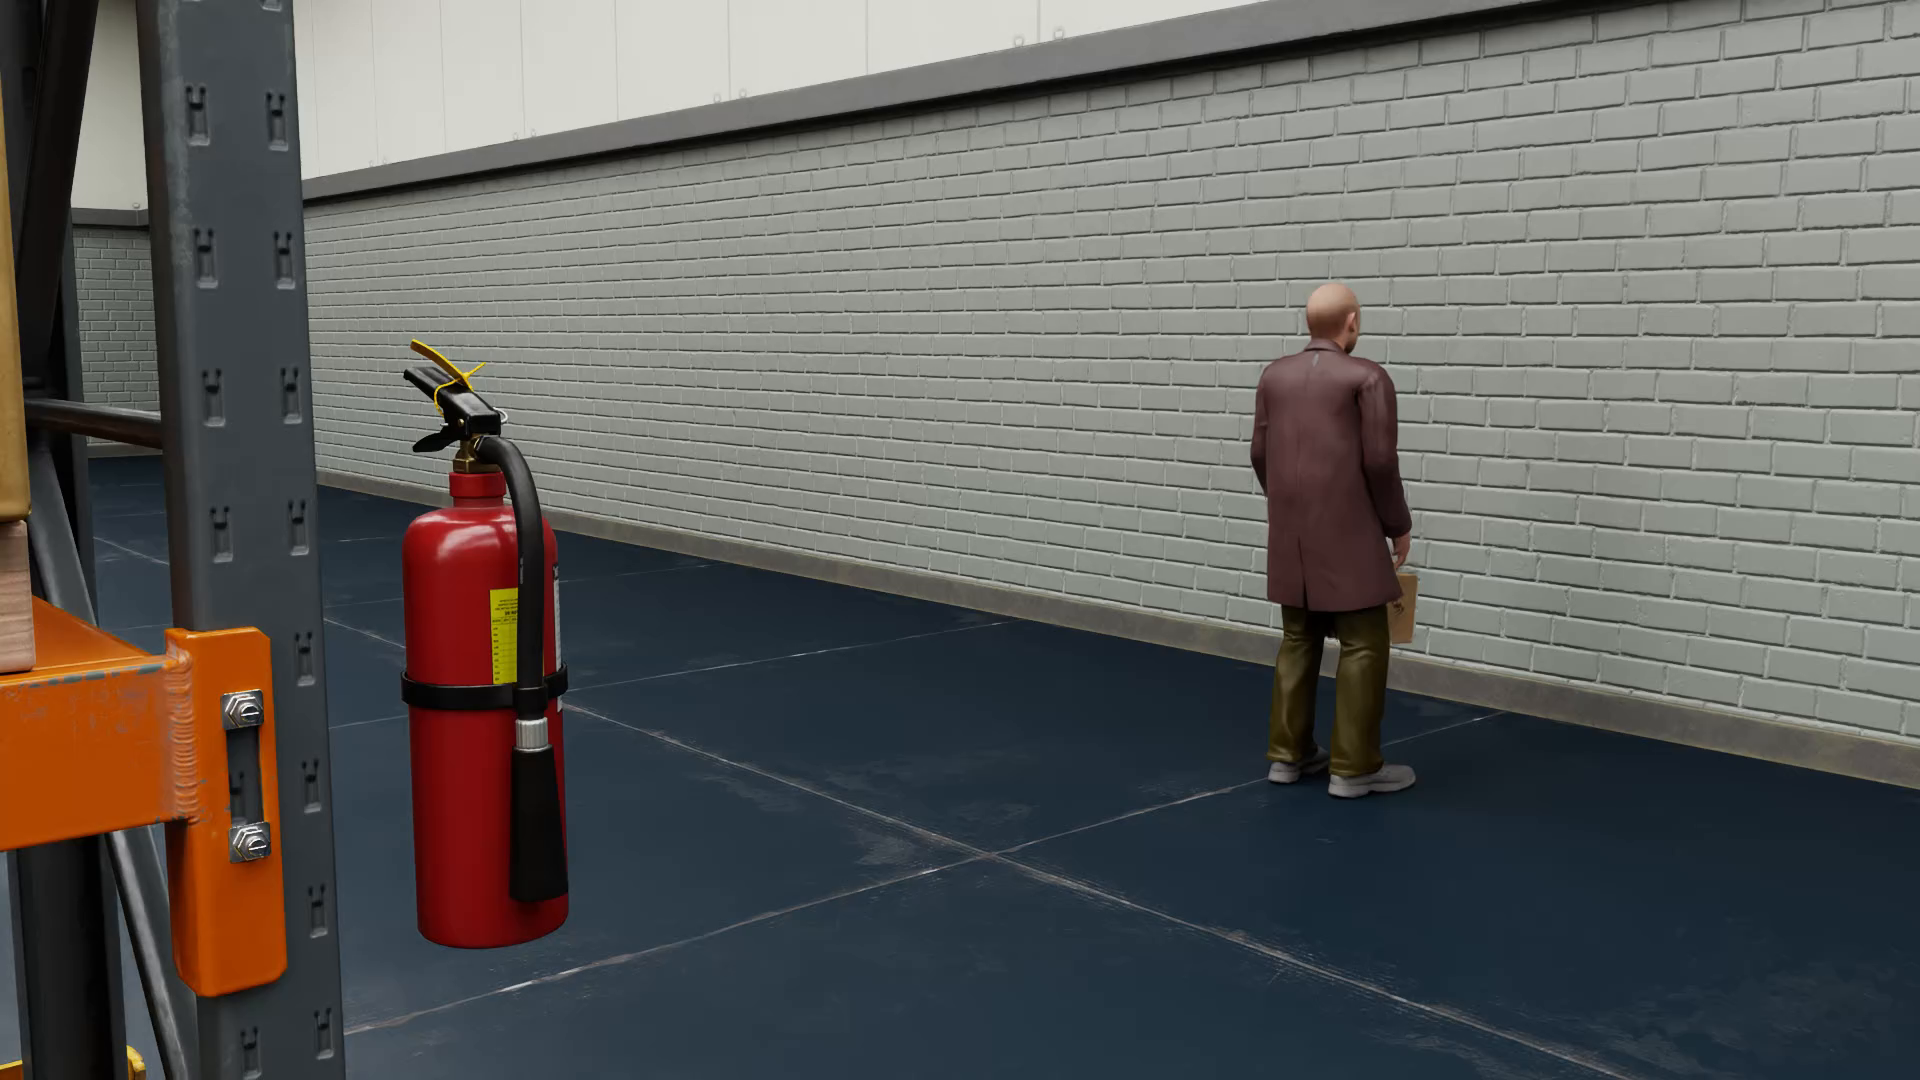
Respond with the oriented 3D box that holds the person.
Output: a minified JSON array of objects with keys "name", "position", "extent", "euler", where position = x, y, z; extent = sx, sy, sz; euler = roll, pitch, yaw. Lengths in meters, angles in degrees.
[{"name":"person","position":[1.308,-0.009,5.889],"extent":[0.425,1.779,0.587],"euler":[-7,10,-42]}]
